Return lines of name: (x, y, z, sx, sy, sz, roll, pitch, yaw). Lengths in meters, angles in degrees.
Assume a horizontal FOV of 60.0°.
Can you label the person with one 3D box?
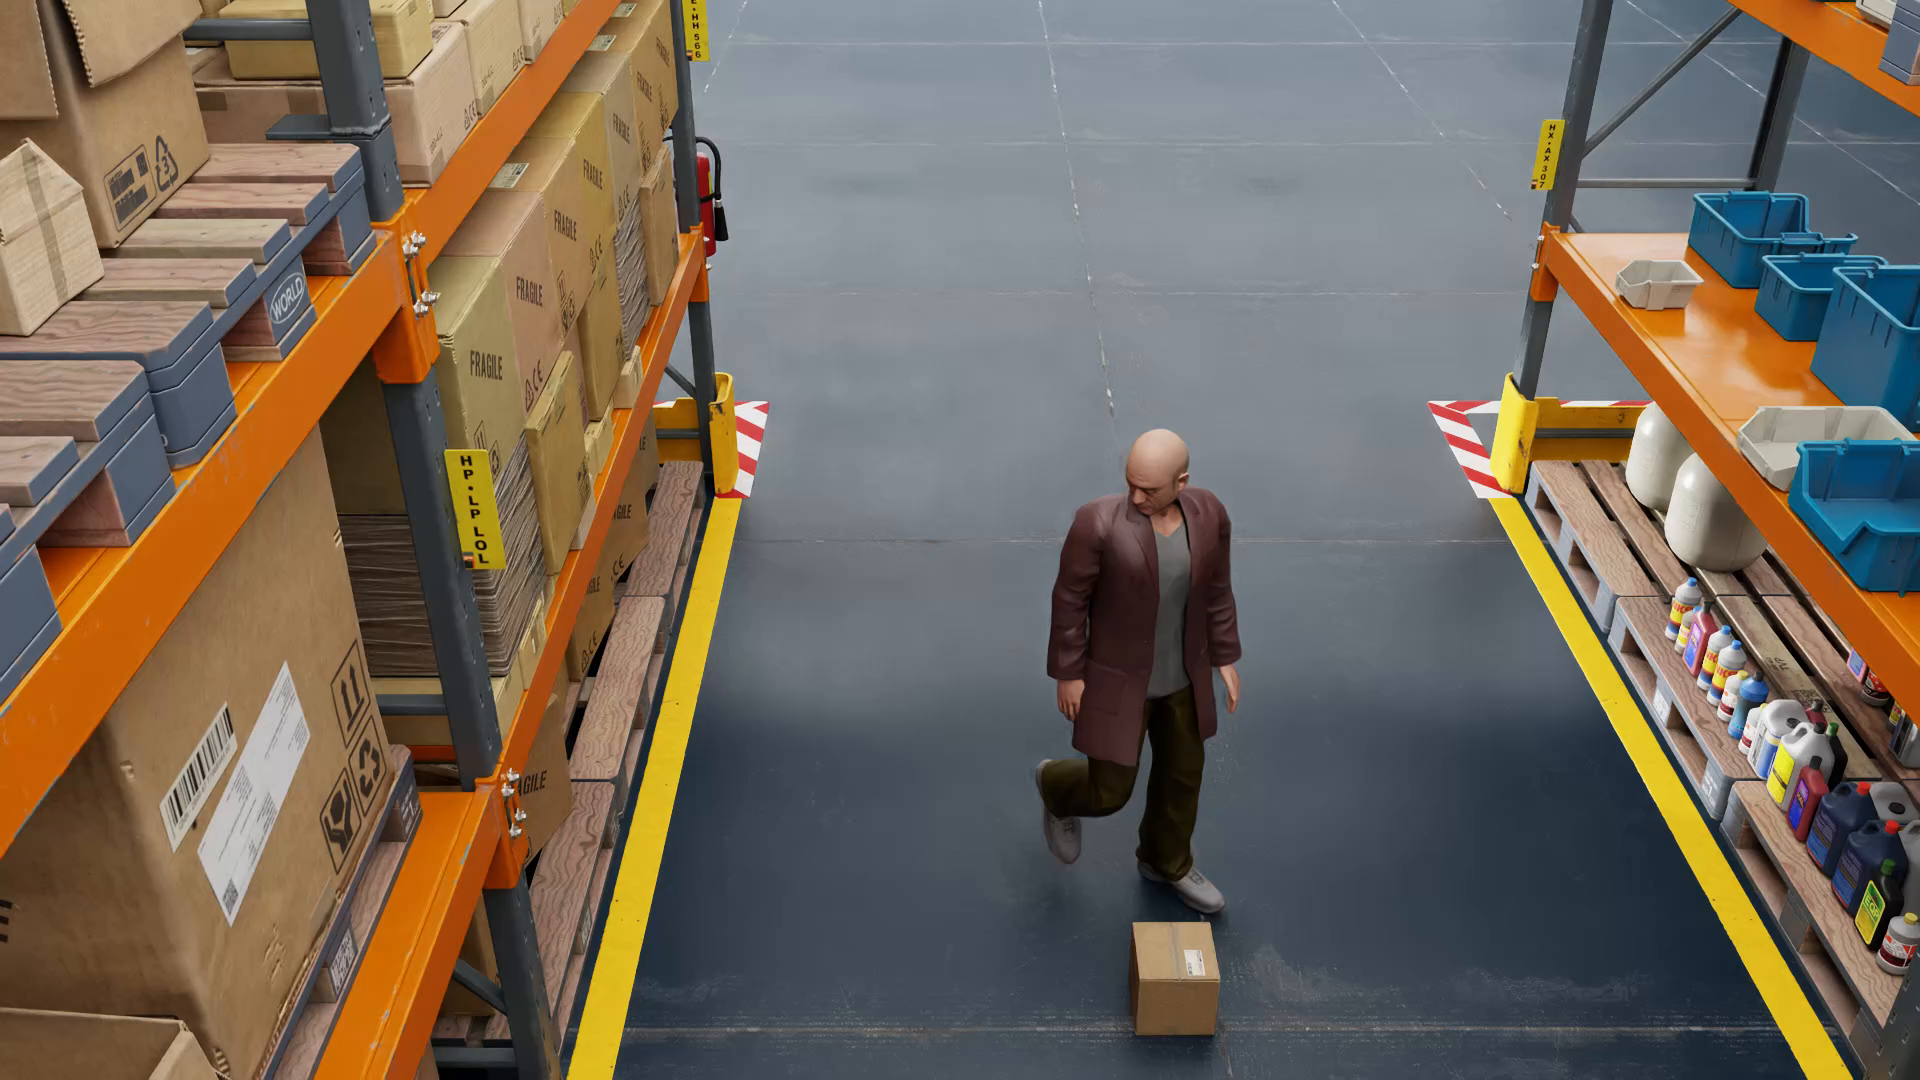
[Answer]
person: (0.589, 0.414, 5.429, 0.649, 1.772, 0.674, -13, 34, -21)
